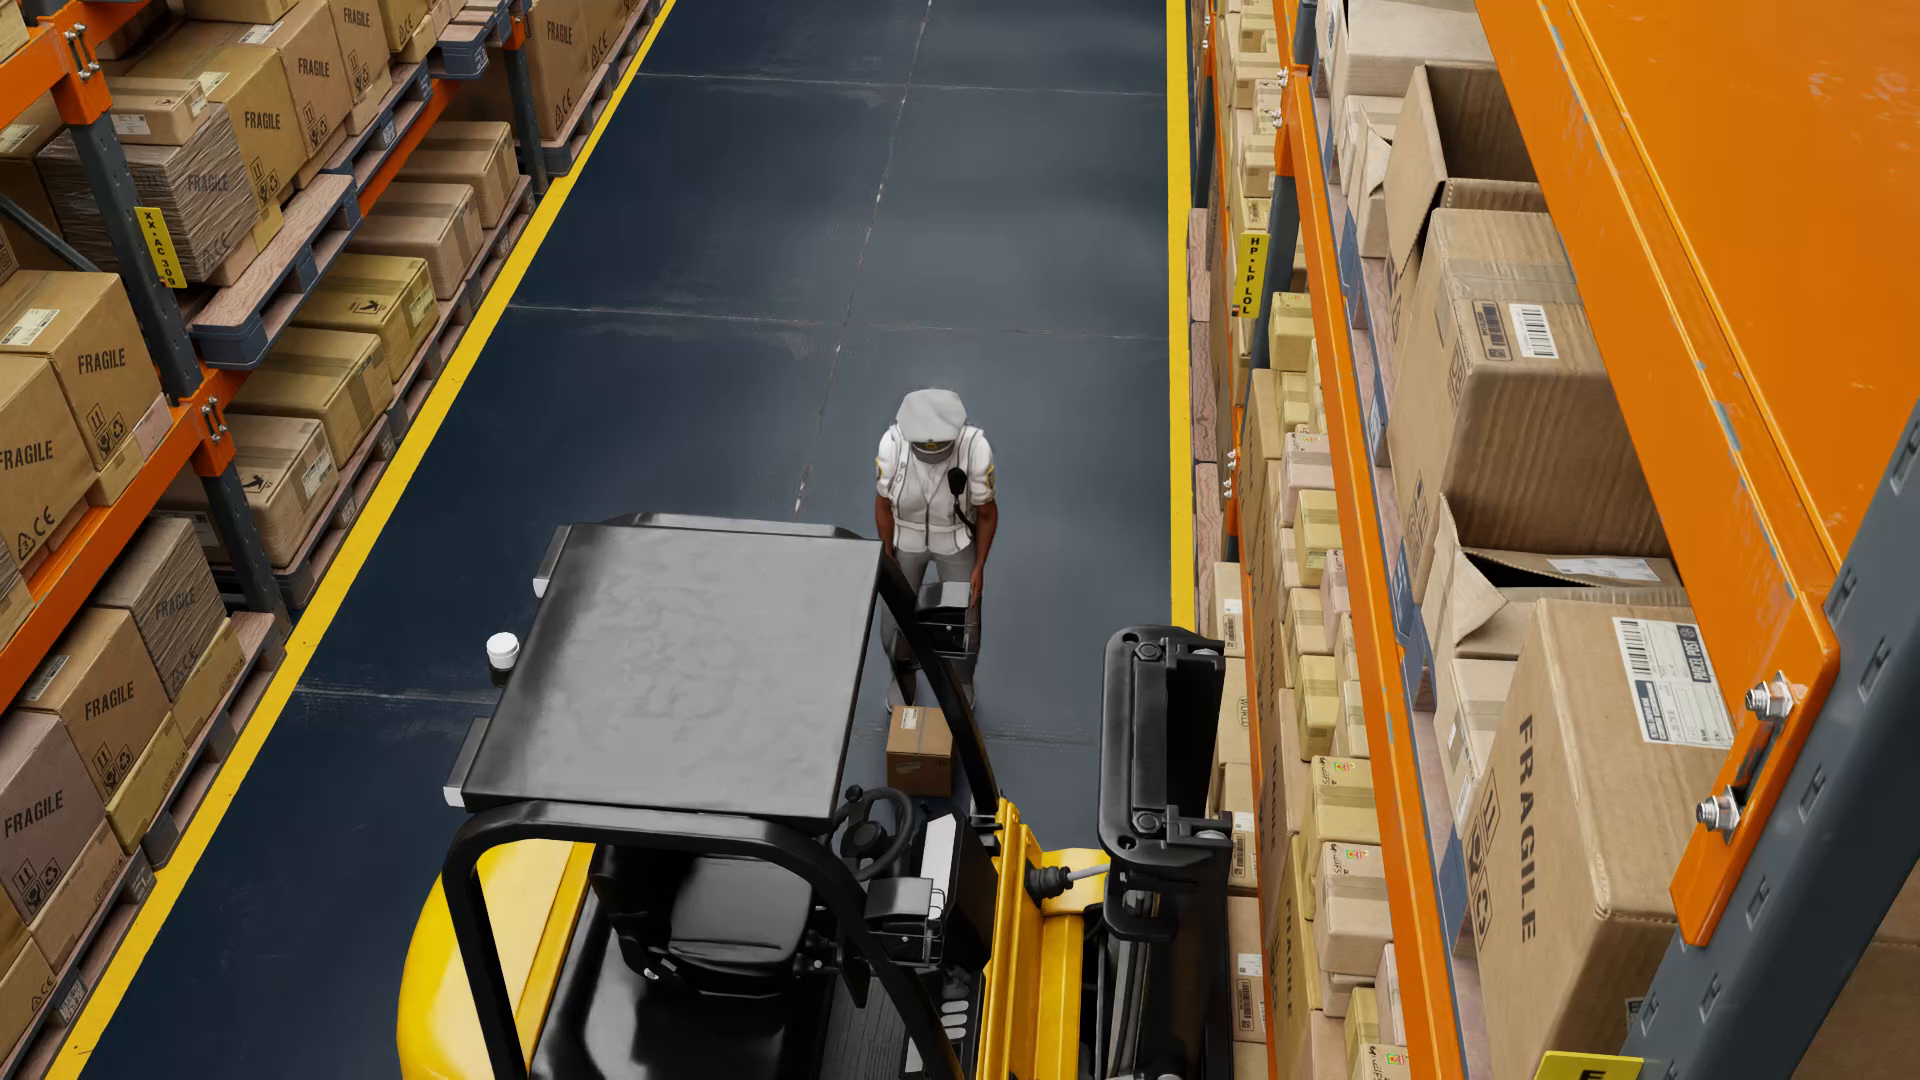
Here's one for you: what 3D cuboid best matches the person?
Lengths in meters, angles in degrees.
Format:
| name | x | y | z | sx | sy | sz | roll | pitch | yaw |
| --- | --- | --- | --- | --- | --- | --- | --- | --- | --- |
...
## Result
| name | x | y | z | sx | sy | sz | roll | pitch | yaw |
| --- | --- | --- | --- | --- | --- | --- | --- | --- | --- |
| person | -0.089 | 0.054 | 6.451 | 0.469 | 1.591 | 0.500 | 4 | 40 | 5 |
